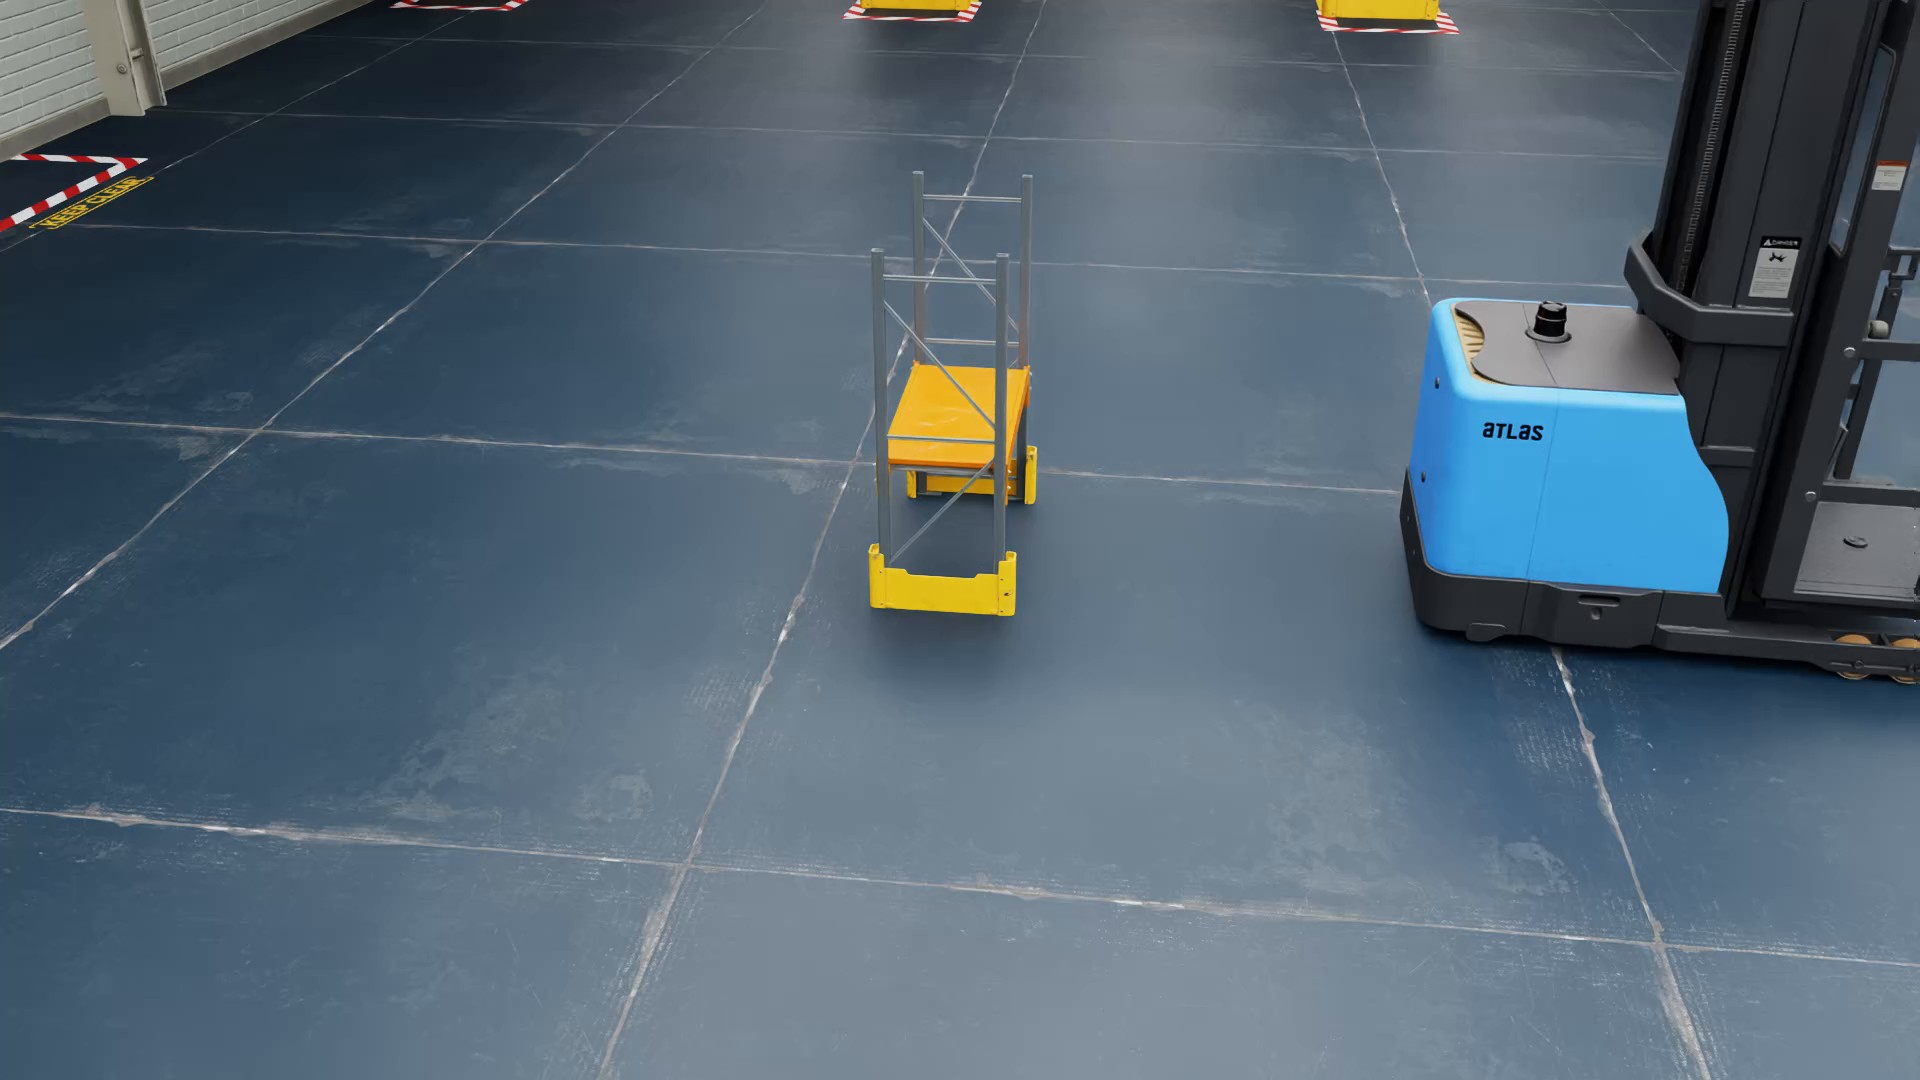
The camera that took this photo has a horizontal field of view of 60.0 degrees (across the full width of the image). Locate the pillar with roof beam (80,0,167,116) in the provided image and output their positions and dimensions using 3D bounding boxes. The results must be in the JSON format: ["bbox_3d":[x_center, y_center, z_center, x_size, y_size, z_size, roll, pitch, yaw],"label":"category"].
[{"bbox_3d":[-2.630,-7.324,11.358,9.100,9.000,0.400,3,28,6],"label":"pillar with roof beam"}]

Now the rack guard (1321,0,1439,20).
[{"bbox_3d":[4.401,-5.740,17.378,1.175,0.500,0.348,3,28,6],"label":"rack guard"}]

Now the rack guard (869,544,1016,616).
[{"bbox_3d":[-0.070,0.160,6.689,0.587,0.250,0.087,3,28,6],"label":"rack guard"}]

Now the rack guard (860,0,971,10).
[{"bbox_3d":[-0.480,-5.980,17.823,1.175,0.500,0.348,3,28,6],"label":"rack guard"}]

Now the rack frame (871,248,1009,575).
[{"bbox_3d":[-0.073,-0.381,6.376,0.500,1.500,0.032,3,28,6],"label":"rack frame"}]

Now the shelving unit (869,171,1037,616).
[{"bbox_3d":[-0.009,-0.624,6.828,0.587,1.500,1.083,3,28,6],"label":"shelving unit"}]

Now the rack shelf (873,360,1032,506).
[{"bbox_3d":[-0.010,-0.462,6.905,0.538,0.185,1.000,3,28,6],"label":"rack shelf"}]

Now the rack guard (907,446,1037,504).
[{"bbox_3d":[0.052,-0.309,7.559,0.587,0.250,0.087,3,28,6],"label":"rack guard"}]

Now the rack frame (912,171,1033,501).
[{"bbox_3d":[0.052,-0.859,7.264,0.500,1.500,0.032,3,28,6],"label":"rack frame"}]

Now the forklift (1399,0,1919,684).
[{"bbox_3d":[3.358,-1.022,6.057,3.031,2.935,1.130,4,29,8],"label":"forklift"}]
